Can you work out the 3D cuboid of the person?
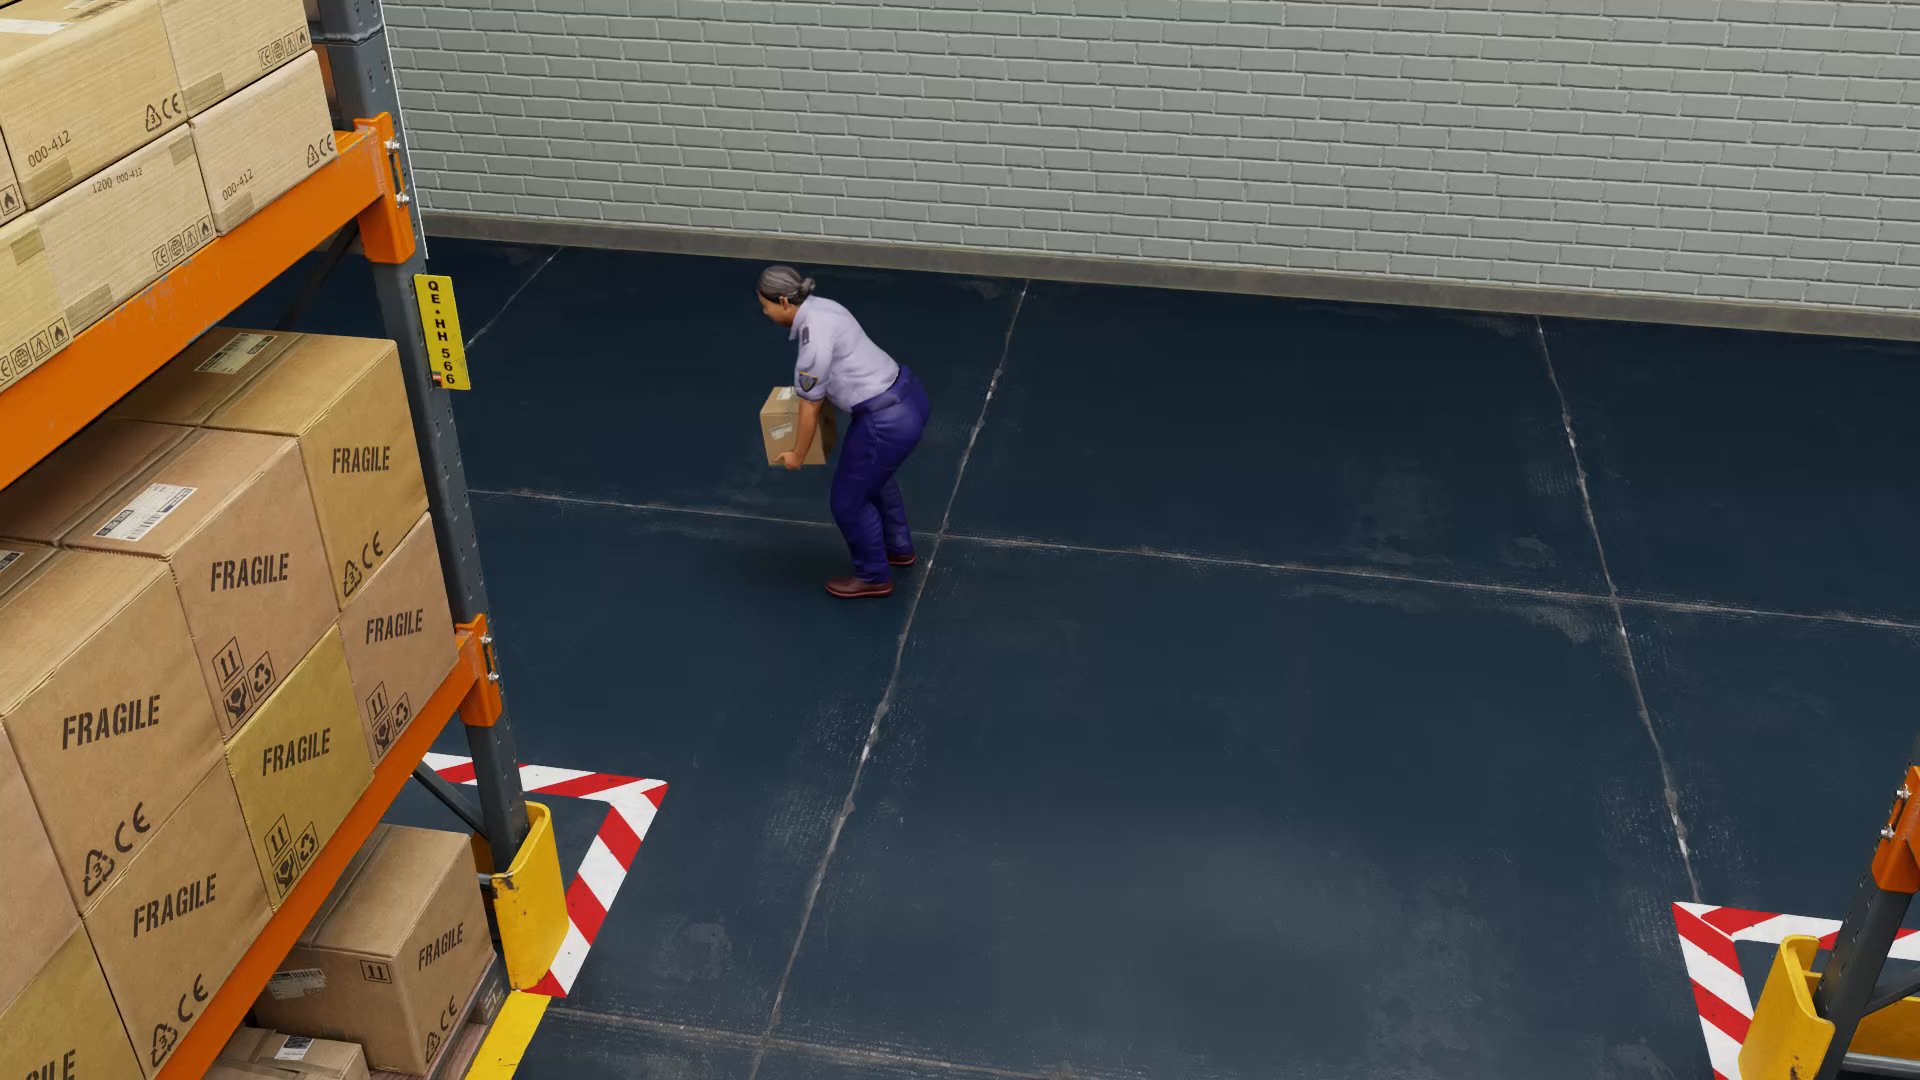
[{"bbox_3d":[-0.478,-0.462,7.037,0.684,1.483,0.449,5,33,7],"label":"person"}]
